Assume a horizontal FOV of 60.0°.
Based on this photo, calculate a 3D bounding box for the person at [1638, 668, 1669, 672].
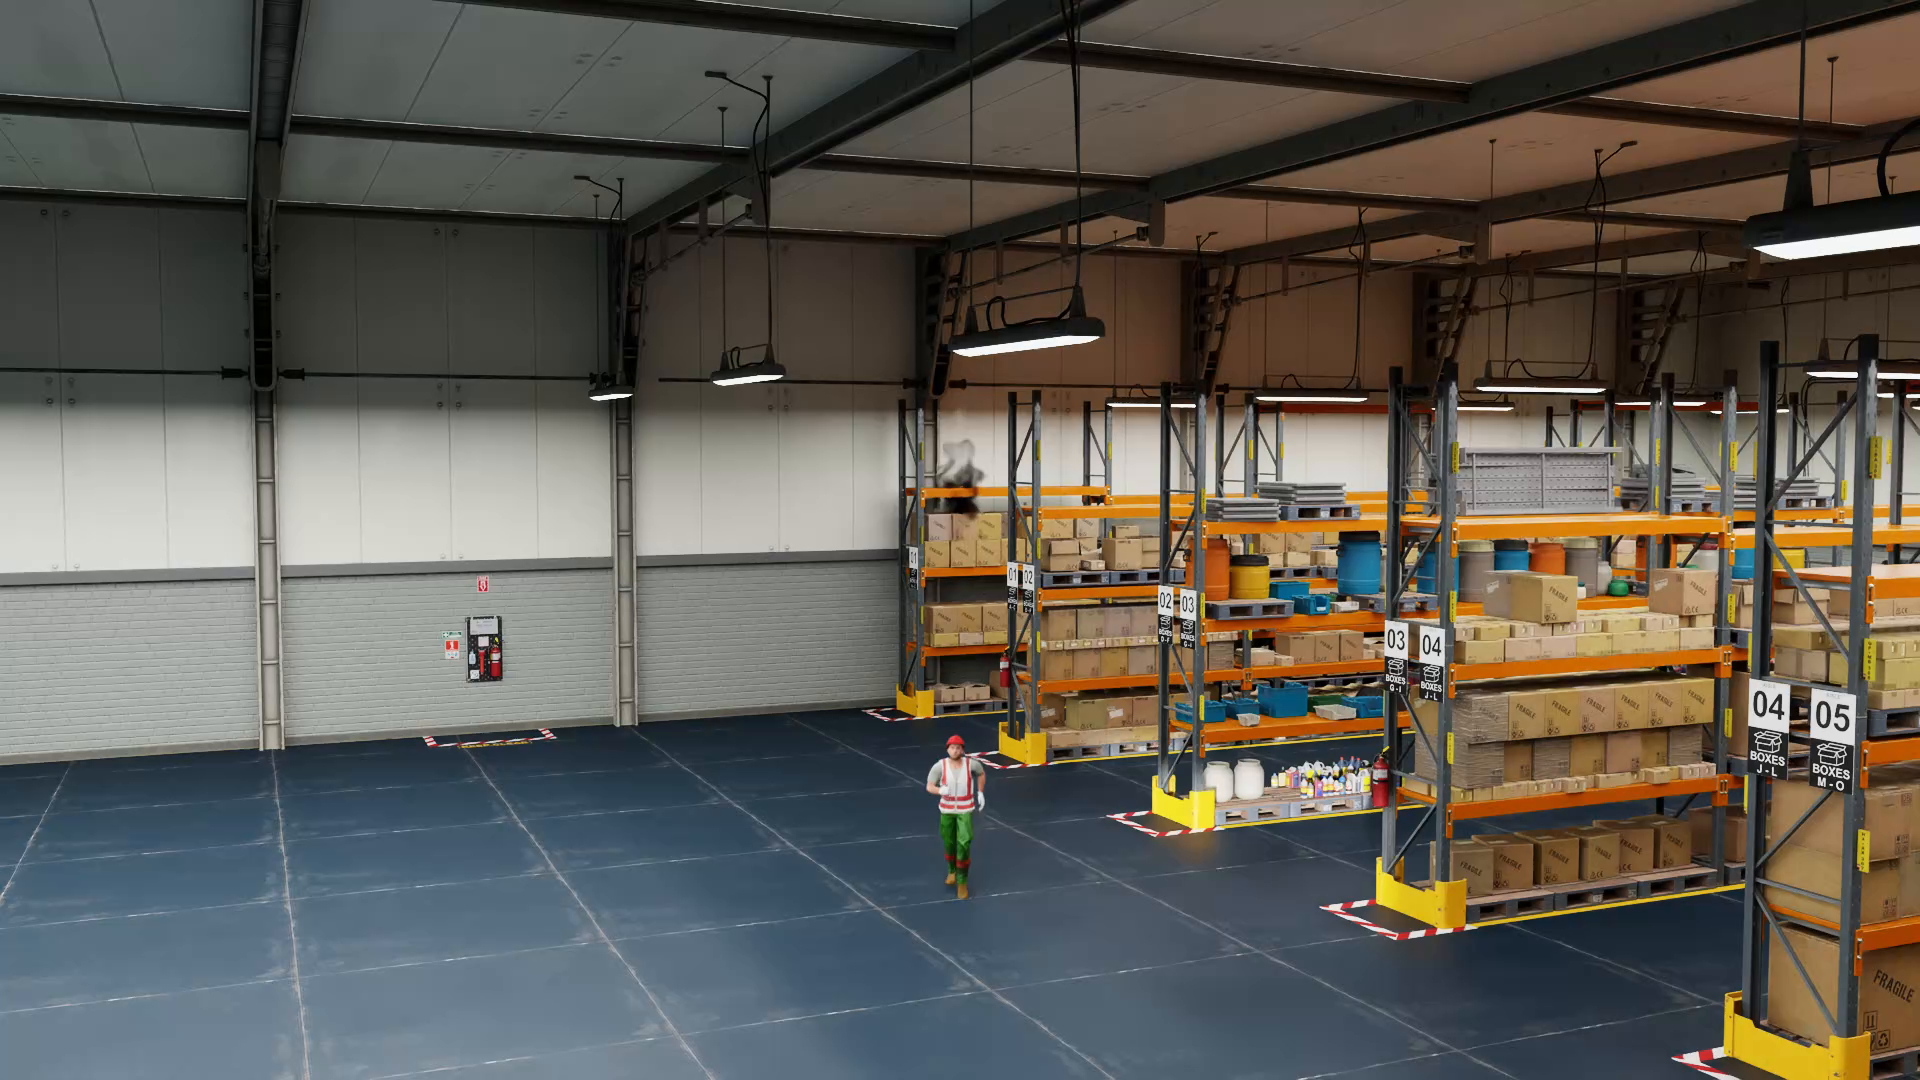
[{"bbox_3d":[12.382,2.551,29.831,0.645,1.740,0.696,-2,4,-30],"label":"person"}]

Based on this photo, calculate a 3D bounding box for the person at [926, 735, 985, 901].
[{"bbox_3d":[-0.055,3.150,19.046,0.649,1.860,0.819,0,3,5],"label":"person"}]
